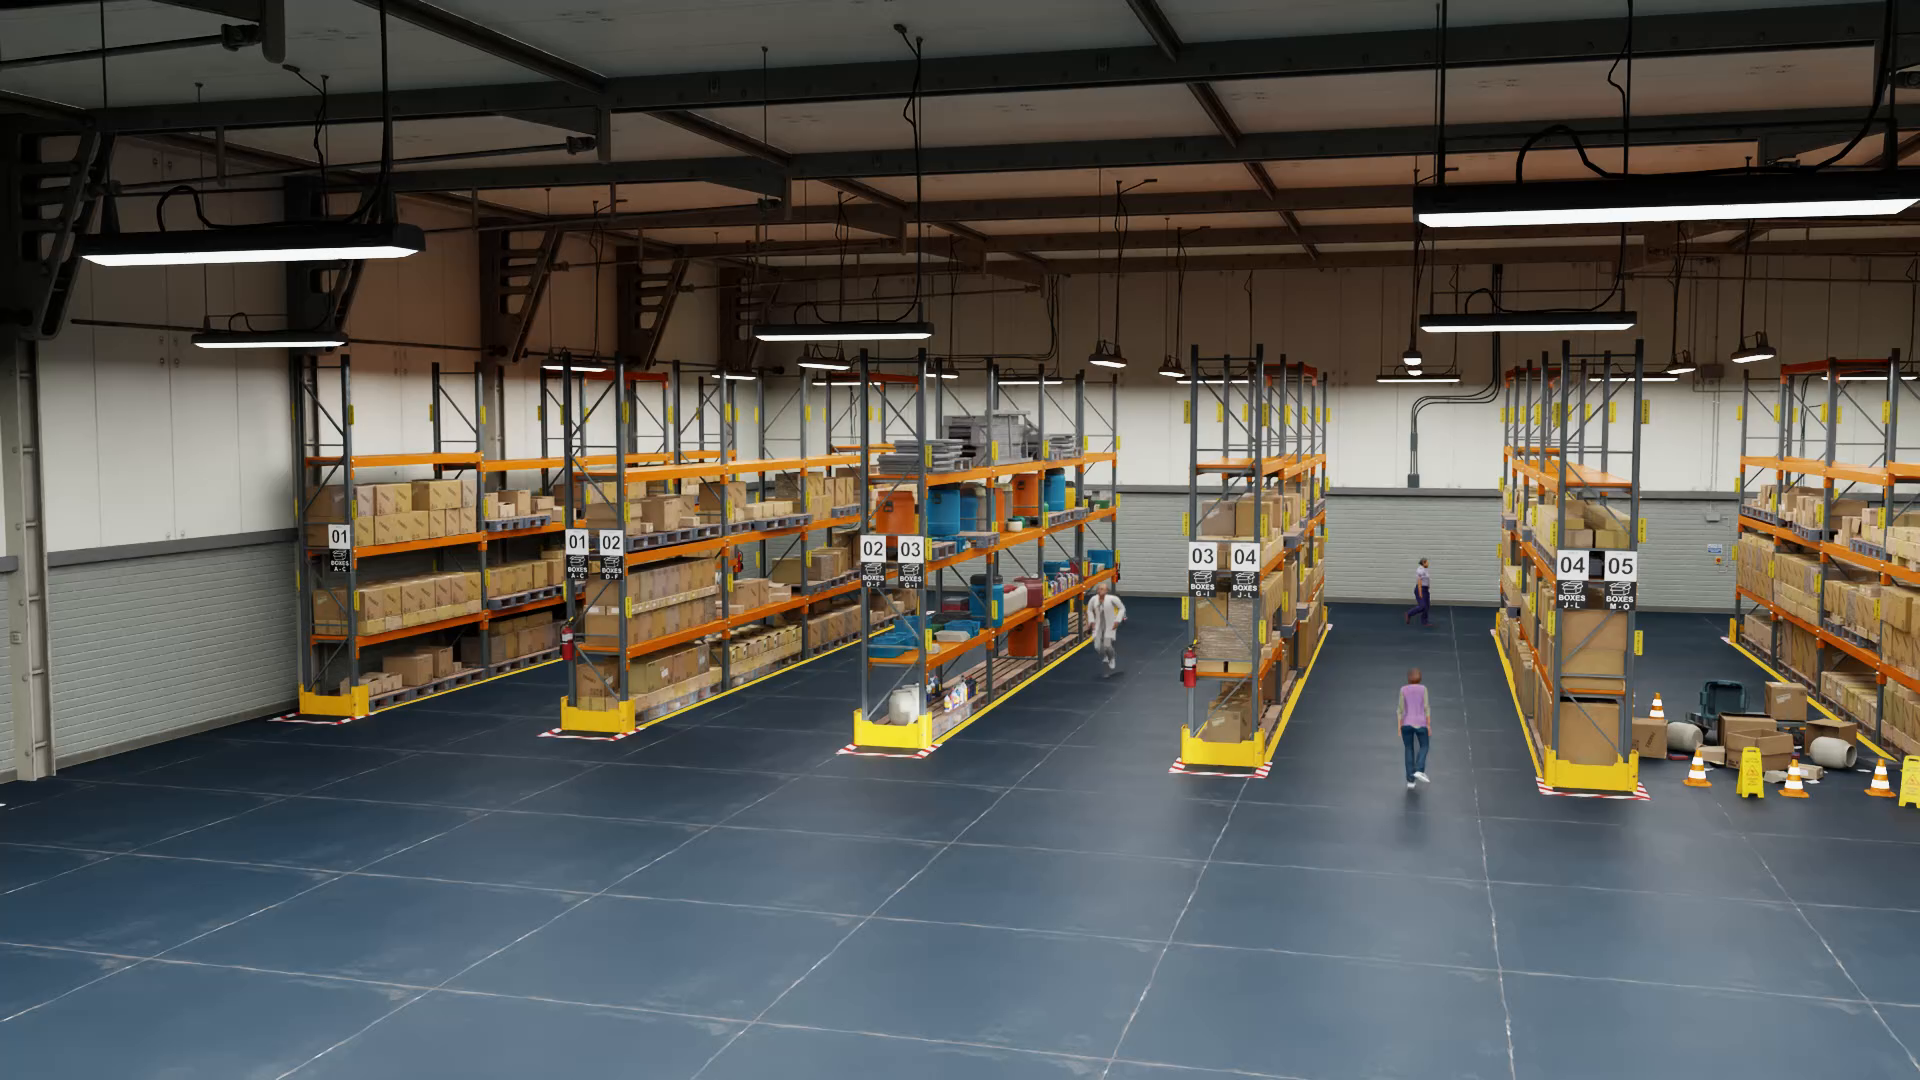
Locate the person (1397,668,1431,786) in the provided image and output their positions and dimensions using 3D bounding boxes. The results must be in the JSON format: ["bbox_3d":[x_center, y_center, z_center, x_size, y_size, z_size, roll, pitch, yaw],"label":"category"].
[{"bbox_3d":[6.123,2.516,22.426,0.459,1.584,0.471,2,5,21],"label":"person"}]

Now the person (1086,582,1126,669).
[{"bbox_3d":[2.789,1.627,31.746,0.756,1.680,0.717,2,5,25],"label":"person"}]

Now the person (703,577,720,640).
[{"bbox_3d":[-5.557,1.387,36.563,0.541,1.735,1.108,1,4,12],"label":"person"}]

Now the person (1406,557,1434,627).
[{"bbox_3d":[10.891,1.226,39.352,0.598,1.640,0.534,3,5,31],"label":"person"}]
